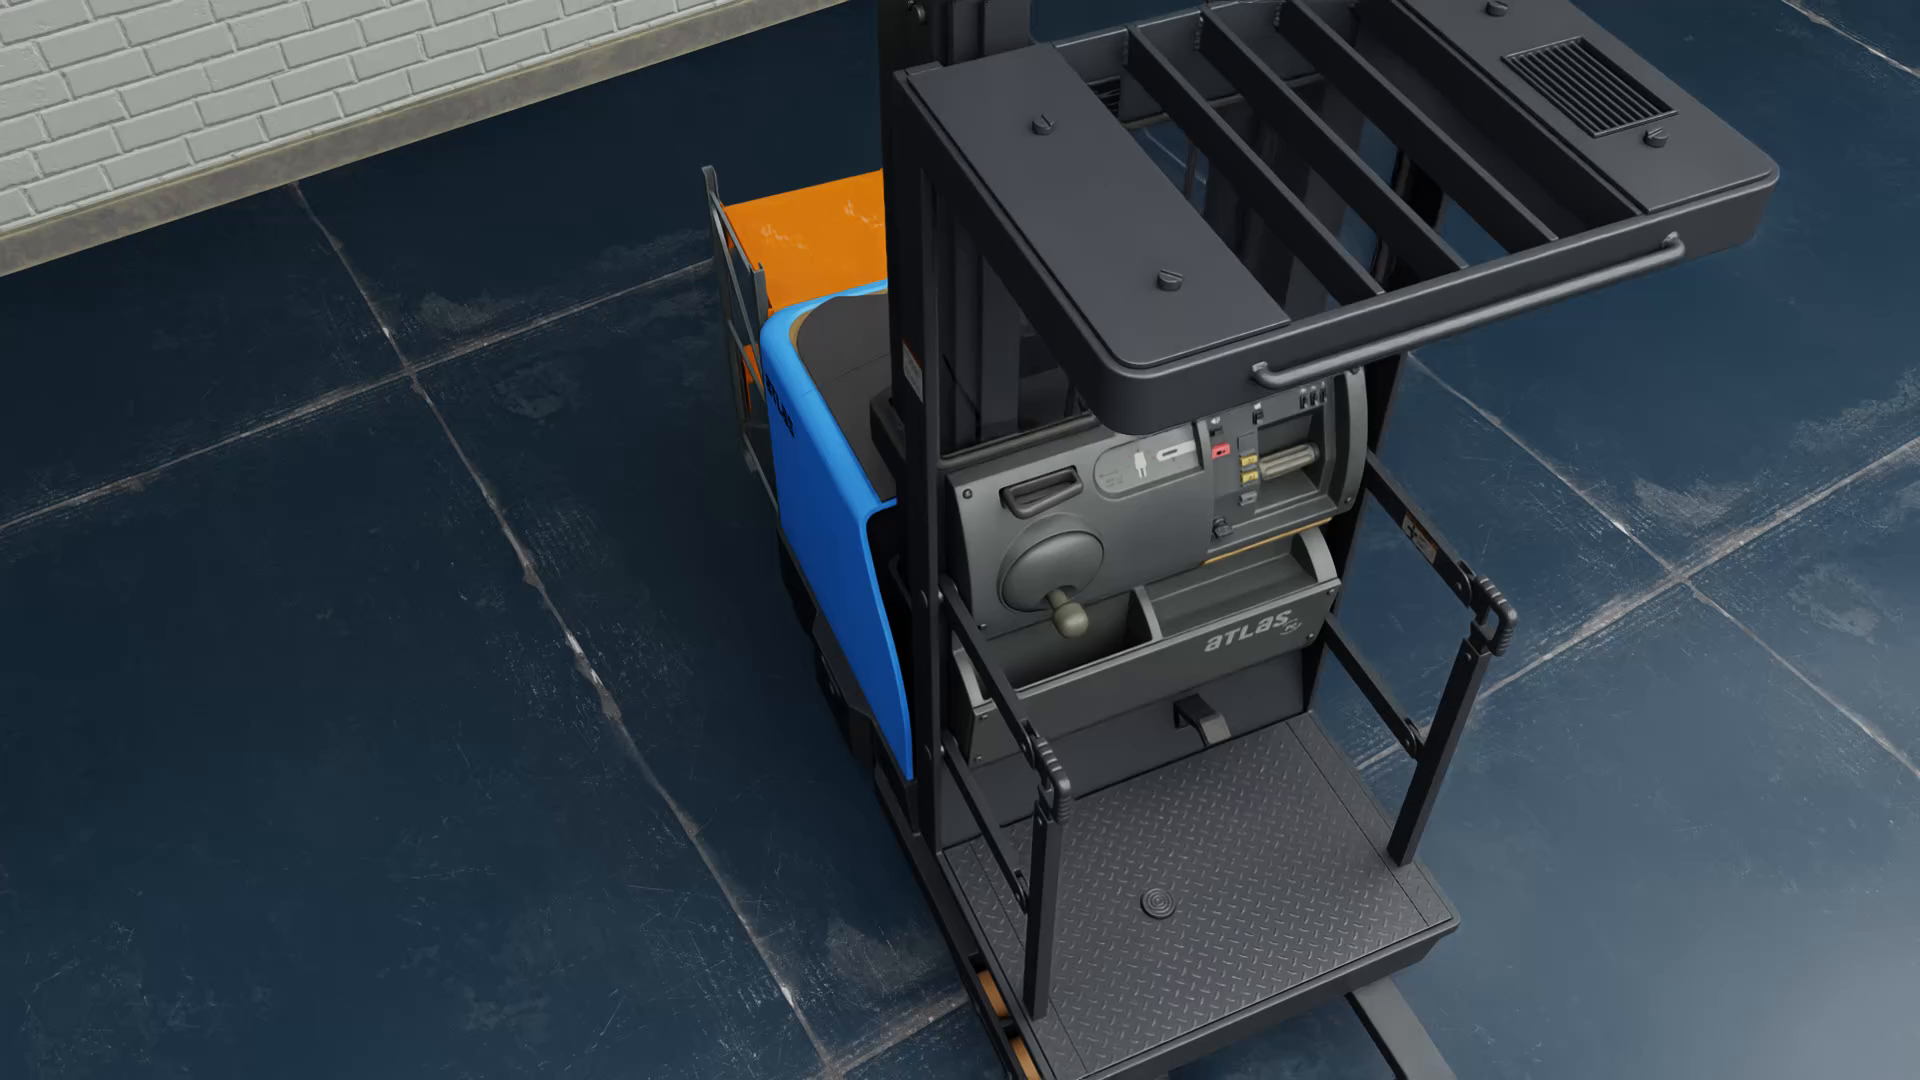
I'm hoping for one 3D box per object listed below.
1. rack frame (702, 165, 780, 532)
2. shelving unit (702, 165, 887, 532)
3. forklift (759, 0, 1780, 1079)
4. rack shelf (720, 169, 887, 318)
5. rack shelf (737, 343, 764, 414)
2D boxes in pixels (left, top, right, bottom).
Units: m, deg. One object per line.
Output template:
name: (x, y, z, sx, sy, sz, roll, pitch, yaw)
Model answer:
rack frame: (-0.621, -0.504, 4.946, 0.032, 1.125, 0.500, -17, 50, -14)
shelving unit: (-0.149, -0.645, 5.072, 1.048, 1.125, 0.538, -17, 50, -14)
forklift: (0.515, 0.009, 3.279, 1.130, 2.935, 3.031, -18, 51, -16)
rack shelf: (-0.149, -0.840, 4.853, 1.000, 0.278, 0.538, -17, 50, -14)
rack shelf: (-0.149, -0.483, 5.254, 1.000, 0.278, 0.538, -17, 50, -14)
